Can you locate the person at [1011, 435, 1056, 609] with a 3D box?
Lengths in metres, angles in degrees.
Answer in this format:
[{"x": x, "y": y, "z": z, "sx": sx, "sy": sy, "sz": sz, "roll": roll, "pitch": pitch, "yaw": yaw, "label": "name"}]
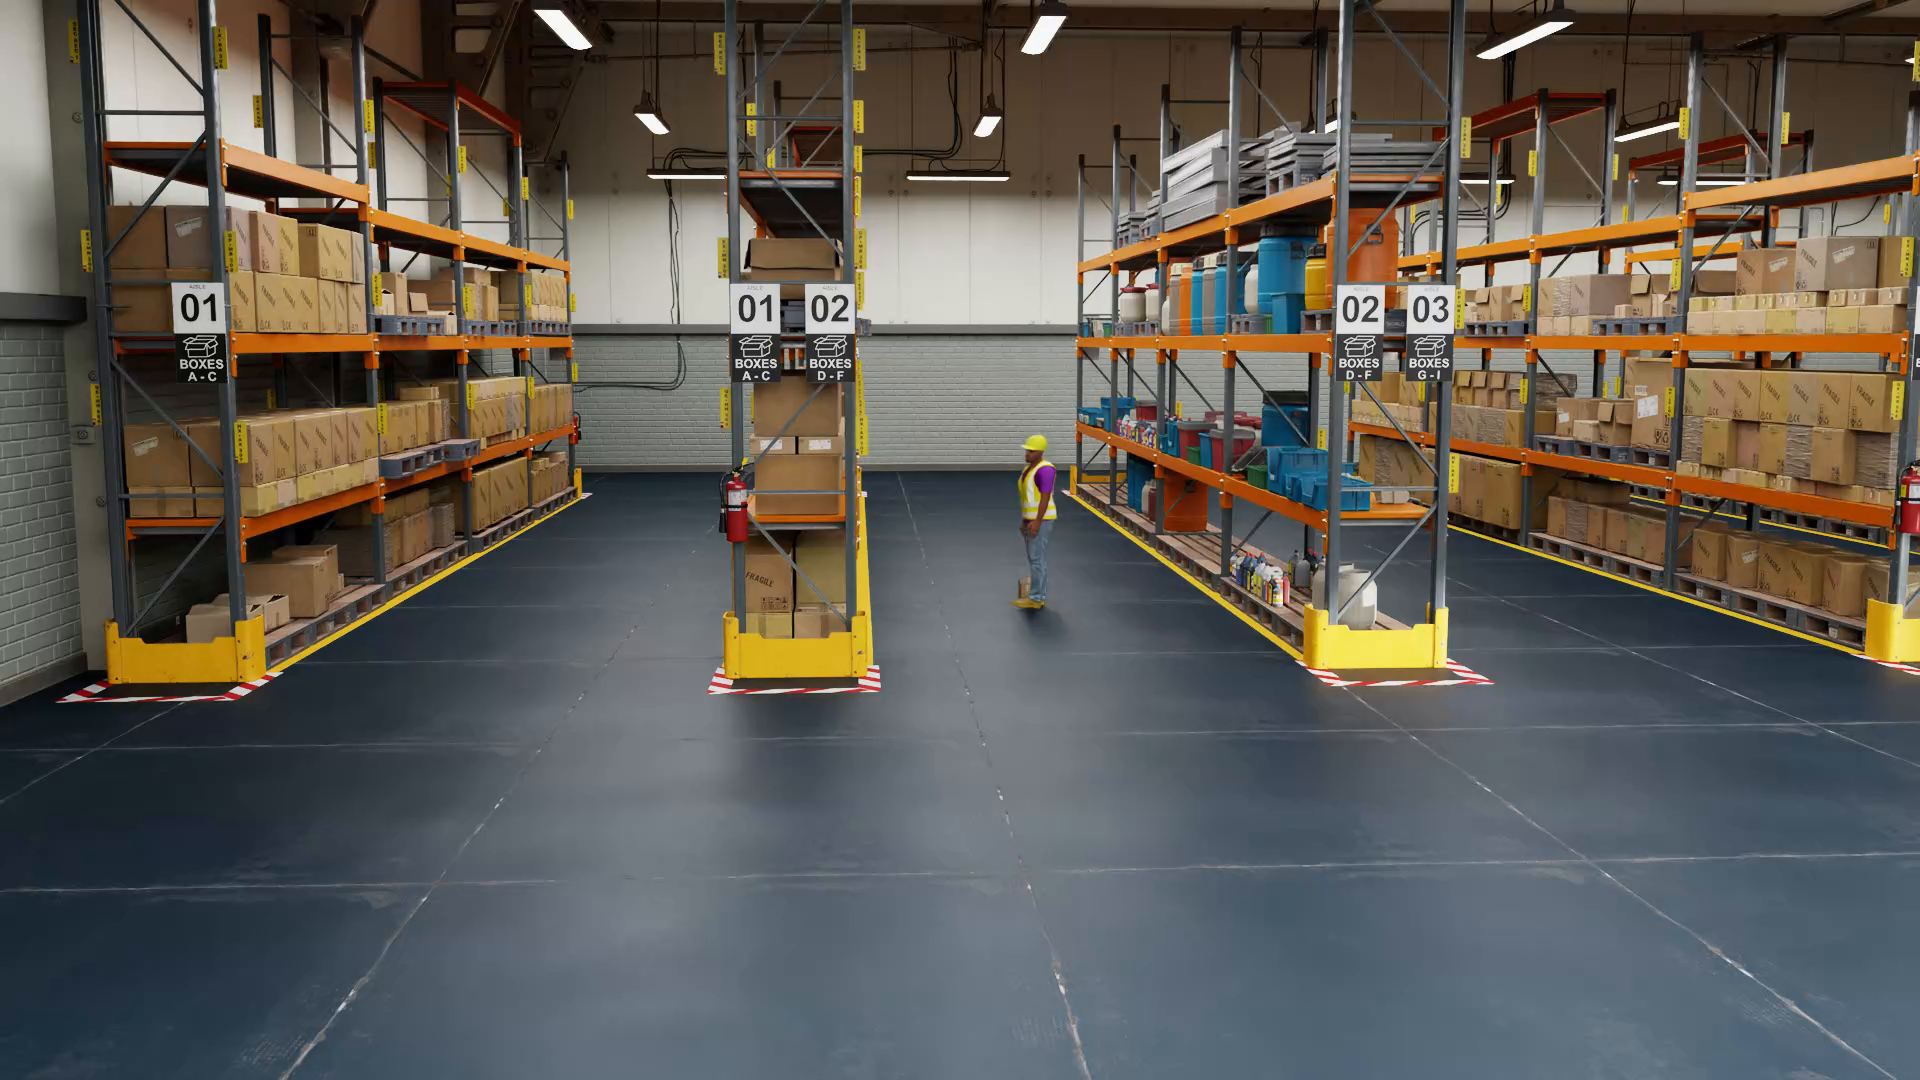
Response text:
[{"x": 0.712, "y": -0.187, "z": 16.970, "sx": 0.484, "sy": 1.771, "sz": 0.594, "roll": -2, "pitch": 7, "yaw": -18, "label": "person"}]
